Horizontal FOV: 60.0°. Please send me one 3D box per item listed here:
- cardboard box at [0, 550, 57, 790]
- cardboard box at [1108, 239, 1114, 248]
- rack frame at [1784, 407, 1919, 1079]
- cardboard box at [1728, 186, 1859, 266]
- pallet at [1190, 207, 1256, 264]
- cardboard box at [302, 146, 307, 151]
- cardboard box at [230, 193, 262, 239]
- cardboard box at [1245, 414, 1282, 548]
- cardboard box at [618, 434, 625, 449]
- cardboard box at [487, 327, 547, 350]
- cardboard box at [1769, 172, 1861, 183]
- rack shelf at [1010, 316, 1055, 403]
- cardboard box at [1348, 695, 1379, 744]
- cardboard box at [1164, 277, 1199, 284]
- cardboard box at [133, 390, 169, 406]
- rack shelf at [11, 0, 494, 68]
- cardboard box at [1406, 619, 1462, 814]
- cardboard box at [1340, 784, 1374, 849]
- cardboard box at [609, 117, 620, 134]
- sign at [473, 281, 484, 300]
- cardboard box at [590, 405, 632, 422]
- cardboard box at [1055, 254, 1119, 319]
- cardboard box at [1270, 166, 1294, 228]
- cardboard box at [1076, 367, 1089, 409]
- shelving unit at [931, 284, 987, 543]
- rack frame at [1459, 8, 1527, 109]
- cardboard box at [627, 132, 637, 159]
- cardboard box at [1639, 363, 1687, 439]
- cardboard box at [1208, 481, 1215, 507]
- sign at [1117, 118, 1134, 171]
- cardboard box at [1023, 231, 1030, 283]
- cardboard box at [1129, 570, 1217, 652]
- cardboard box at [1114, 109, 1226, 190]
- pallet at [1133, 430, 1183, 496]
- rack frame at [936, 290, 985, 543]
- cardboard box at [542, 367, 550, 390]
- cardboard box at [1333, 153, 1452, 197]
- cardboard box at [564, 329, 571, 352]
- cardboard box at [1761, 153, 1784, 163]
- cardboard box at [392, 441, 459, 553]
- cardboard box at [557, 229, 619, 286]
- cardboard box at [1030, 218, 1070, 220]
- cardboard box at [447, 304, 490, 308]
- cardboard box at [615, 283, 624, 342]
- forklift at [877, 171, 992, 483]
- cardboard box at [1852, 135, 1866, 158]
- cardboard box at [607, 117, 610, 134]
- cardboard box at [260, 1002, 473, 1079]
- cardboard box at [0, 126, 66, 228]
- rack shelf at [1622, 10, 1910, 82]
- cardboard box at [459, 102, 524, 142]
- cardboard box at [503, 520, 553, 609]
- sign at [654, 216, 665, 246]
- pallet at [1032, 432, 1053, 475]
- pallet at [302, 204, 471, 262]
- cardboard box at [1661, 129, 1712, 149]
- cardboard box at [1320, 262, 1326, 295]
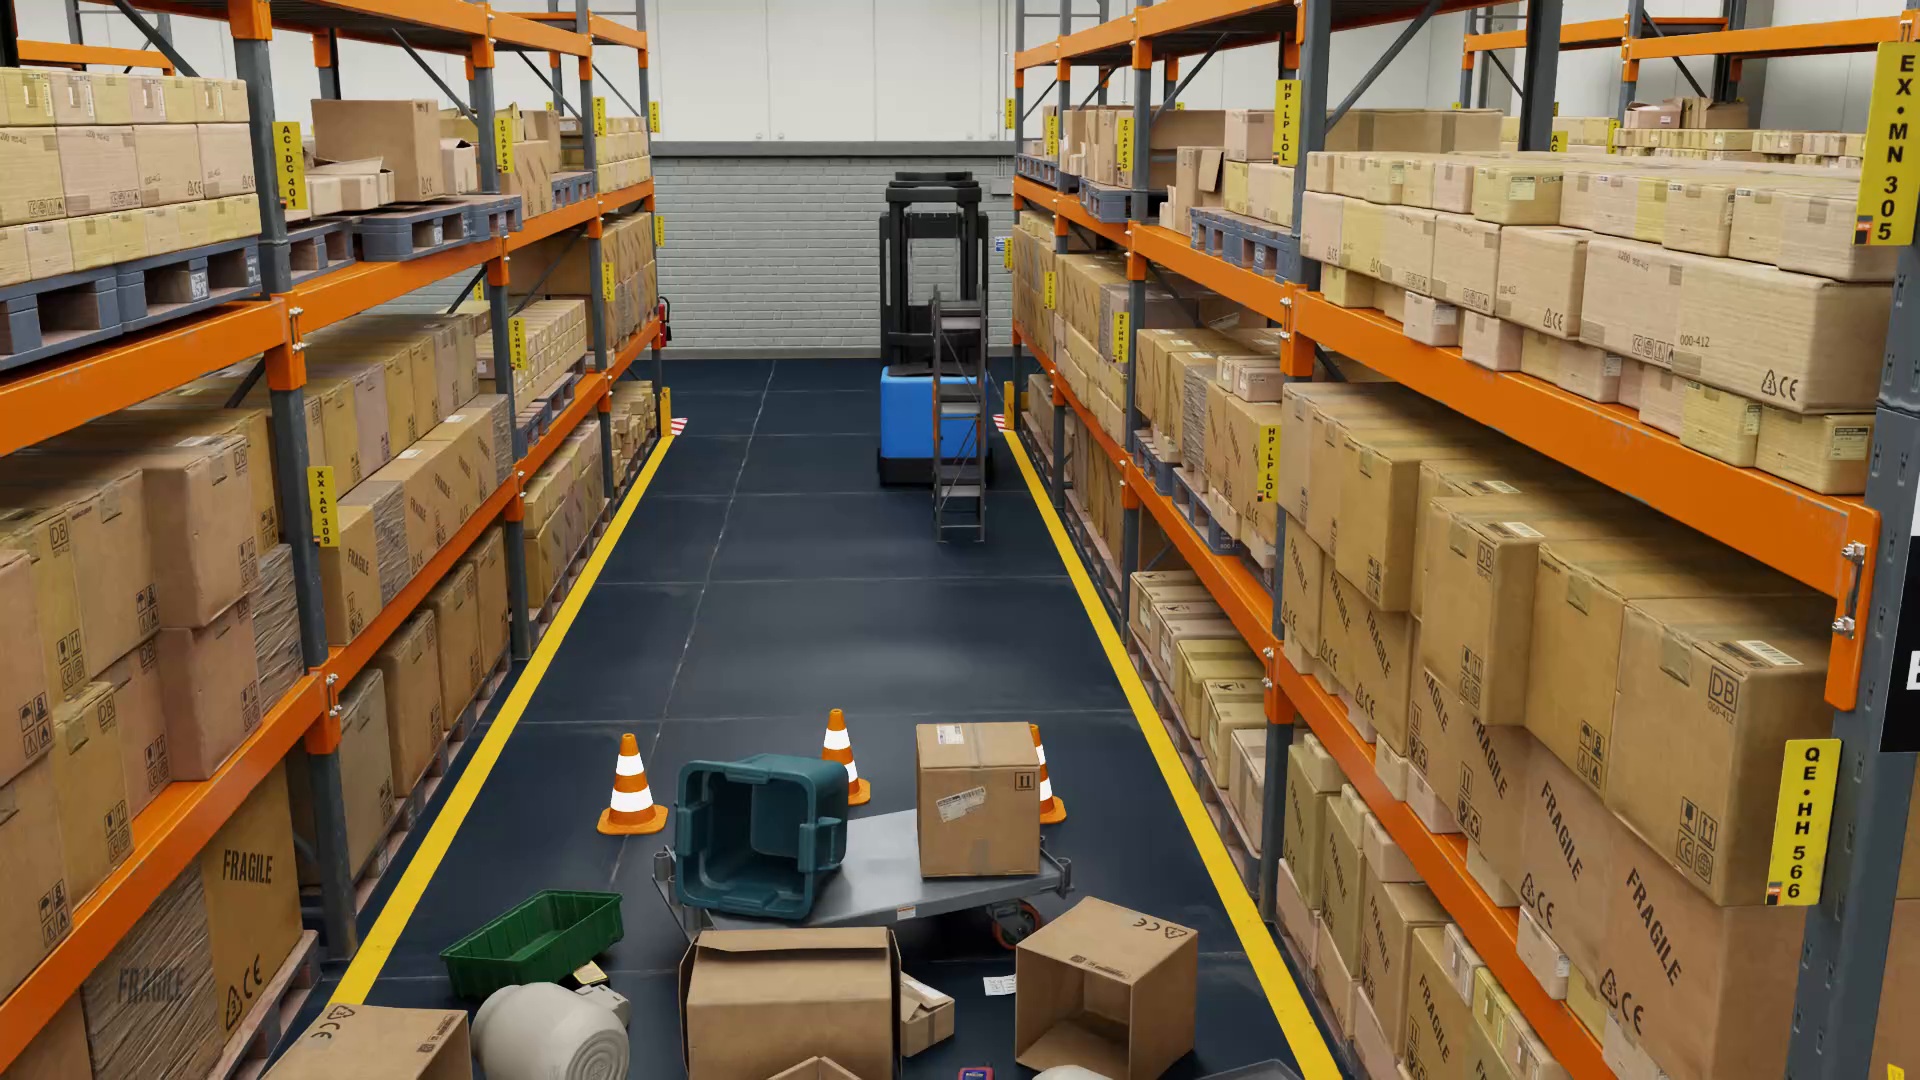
[{"bbox_3d":[-2.850,0.364,4.122,0.875,0.550,0.550,-1,14,-3],"label":"cardboard box"},{"bbox_3d":[1.558,-2.749,15.183,0.380,0.149,0.250,-1,14,-3],"label":"cardboard box"},{"bbox_3d":[2.094,1.228,3.234,1.000,3.000,0.127,-1,14,-3],"label":"rack frame"},{"bbox_3d":[1.801,-0.633,3.353,0.380,0.149,0.250,-1,14,-2],"label":"cardboard box"},{"bbox_3d":[1.847,-1.542,8.355,1.213,0.211,1.003,-1,14,-3],"label":"pallet"},{"bbox_3d":[-3.416,-1.759,7.959,0.500,0.311,0.500,-1,14,-5],"label":"cardboard box"},{"bbox_3d":[-2.747,-1.162,5.965,0.380,0.149,0.250,-1,14,-4],"label":"cardboard box"},{"bbox_3d":[1.588,-0.274,7.431,0.500,0.500,0.500,-1,14,-4],"label":"cardboard box"},{"bbox_3d":[-3.451,-0.974,16.075,0.380,0.149,0.250,0,14,-1],"label":"cardboard box"},{"bbox_3d":[-3.254,-1.475,12.205,0.380,0.149,0.250,0,14,-2],"label":"cardboard box"},{"bbox_3d":[2.238,-0.830,4.117,0.380,0.149,0.250,-1,14,-4],"label":"cardboard box"},{"bbox_3d":[1.226,-1.905,16.856,1.077,0.370,4.000,-1,14,-3],"label":"rack shelf"},{"bbox_3d":[1.640,0.628,6.071,0.380,0.149,0.250,0,14,-2],"label":"cardboard box"},{"bbox_3d":[1.755,-1.673,12.301,0.500,0.500,0.500,0,14,-2],"label":"cardboard box"},{"bbox_3d":[-8.613,-1.388,16.824,0.875,0.875,0.875,-1,14,-3],"label":"cardboard box"},{"bbox_3d":[-3.212,-2.526,8.031,1.077,0.370,4.000,-1,14,-3],"label":"rack shelf"},{"bbox_3d":[1.719,0.529,5.152,0.500,0.500,0.500,-1,14,-3],"label":"cardboard box"},{"bbox_3d":[1.595,0.995,6.009,0.380,0.149,0.250,0,14,-1],"label":"cardboard box"},{"bbox_3d":[-3.394,-3.874,15.540,0.380,0.149,0.250,0,14,-1],"label":"cardboard box"},{"bbox_3d":[-4.125,-2.064,14.291,0.100,0.325,0.005,-1,14,-3],"label":"sign"},{"bbox_3d":[-3.470,-1.244,16.525,0.380,0.149,0.250,-1,14,-3],"label":"cardboard box"},{"bbox_3d":[1.091,-2.175,14.253,0.500,0.500,0.500,-1,14,-3],"label":"cardboard box"},{"bbox_3d":[1.665,-1.493,7.249,0.500,0.250,0.500,-1,14,-5],"label":"cardboard box"},{"bbox_3d":[1.185,-1.189,12.930,0.500,0.250,0.500,-1,14,-4],"label":"cardboard box"},{"bbox_3d":[-0.010,-1.058,13.925,0.431,2.100,0.503,-1,14,-3],"label":"shelving unit"},{"bbox_3d":[6.056,-5.734,18.253,1.000,3.000,0.127,-1,14,-3],"label":"rack frame"},{"bbox_3d":[-3.487,-3.907,16.468,0.500,0.250,0.500,-1,14,-3],"label":"cardboard box"},{"bbox_3d":[1.762,-0.315,3.717,0.380,0.149,0.250,0,14,-2],"label":"cardboard box"},{"bbox_3d":[1.490,-0.226,8.547,0.380,0.149,0.250,-1,14,-3],"label":"cardboard box"},{"bbox_3d":[1.044,-2.496,10.493,0.100,0.325,0.005,-1,14,-3],"label":"sign"},{"bbox_3d":[0.927,-2.904,17.085,0.500,0.500,0.500,-1,14,-4],"label":"cardboard box"},{"bbox_3d":[1.623,0.448,10.695,0.950,0.372,0.625,-2,15,-7],"label":"cardboard box"},{"bbox_3d":[1.424,-2.559,10.883,0.797,0.503,0.637,-2,15,-7],"label":"cardboard box"},{"bbox_3d":[1.749,-0.493,10.308,1.213,0.211,1.003,-1,14,-3],"label":"pallet"},{"bbox_3d":[0.005,-0.997,13.689,0.400,2.100,0.015,-1,14,-3],"label":"rack frame"},{"bbox_3d":[-3.247,-1.186,12.277,0.380,0.149,0.250,-1,14,-3],"label":"cardboard box"},{"bbox_3d":[1.585,-1.336,6.085,0.380,0.149,0.250,0,14,-2],"label":"cardboard box"},{"bbox_3d":[-3.311,-1.590,13.249,0.380,0.149,0.250,-1,14,-5],"label":"cardboard box"},{"bbox_3d":[6.236,-2.817,12.437,0.380,0.149,0.250,0,14,-2],"label":"cardboard box"},{"bbox_3d":[-2.944,-0.225,8.680,0.500,0.500,0.500,-1,14,-3],"label":"cardboard box"},{"bbox_3d":[-3.416,-2.576,15.215,0.500,0.500,0.500,-1,14,-5],"label":"cardboard box"},{"bbox_3d":[0.914,-3.183,16.867,0.380,0.149,0.250,-1,14,-3],"label":"cardboard box"},{"bbox_3d":[-3.995,-1.850,13.666,0.380,0.149,0.250,0,14,-2],"label":"cardboard box"},{"bbox_3d":[-3.401,-2.097,15.361,0.500,0.500,0.500,-1,14,-3],"label":"cardboard box"},{"bbox_3d":[-0.264,-2.275,16.985,1.130,2.935,3.031,0,14,-1],"label":"forklift"},{"bbox_3d":[6.235,-2.637,11.141,0.380,0.149,0.250,0,14,-2],"label":"cardboard box"},{"bbox_3d":[-3.423,-3.805,15.274,0.380,0.149,0.250,-1,14,-5],"label":"cardboard box"},{"bbox_3d":[-1.968,1.914,5.578,0.500,0.500,0.500,2,15,6],"label":"cardboard box"},{"bbox_3d":[-2.709,-0.947,4.327,0.500,0.250,0.500,-1,14,-4],"label":"cardboard box"},{"bbox_3d":[6.428,-3.700,12.593,1.077,0.370,4.000,-1,14,-3],"label":"rack shelf"},{"bbox_3d":[-3.173,-2.828,11.240,0.396,0.266,0.258,-1,14,-3],"label":"cardboard box"},{"bbox_3d":[-3.125,0.167,11.530,0.500,0.500,0.500,-2,15,-6],"label":"cardboard box"},{"bbox_3d":[-3.277,-3.367,18.135,0.100,0.325,0.005,-1,14,-3],"label":"sign"},{"bbox_3d":[1.303,-0.900,17.102,1.003,0.211,1.213,-1,14,-3],"label":"pallet"},{"bbox_3d":[-3.171,-1.584,8.522,1.003,0.211,1.213,0,14,-1],"label":"pallet"},{"bbox_3d":[5.988,-3.287,13.627,0.380,0.149,0.250,-1,14,-4],"label":"cardboard box"},{"bbox_3d":[1.618,-1.016,6.438,0.380,0.149,0.250,-1,14,-4],"label":"cardboard box"}]
